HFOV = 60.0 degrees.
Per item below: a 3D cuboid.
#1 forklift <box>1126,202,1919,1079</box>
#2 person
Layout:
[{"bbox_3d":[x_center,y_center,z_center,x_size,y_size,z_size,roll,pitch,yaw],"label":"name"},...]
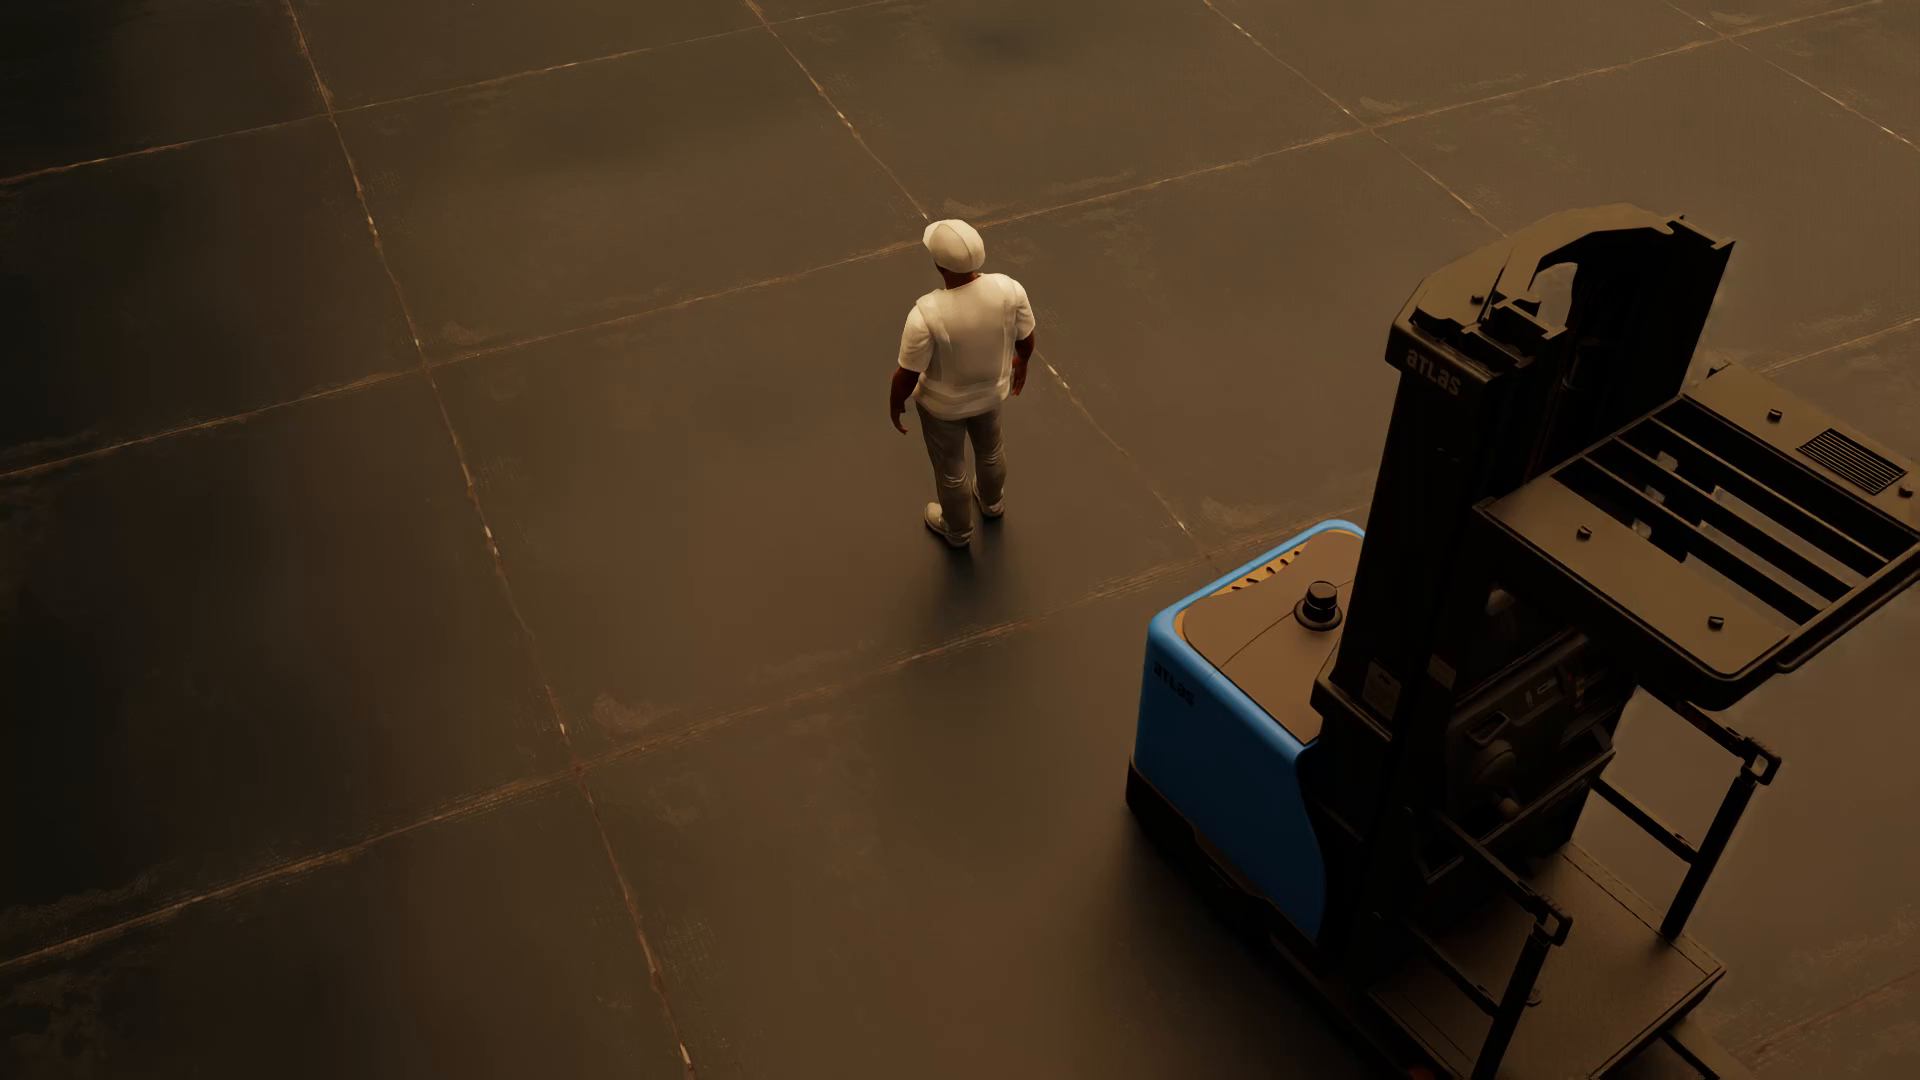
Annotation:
[{"bbox_3d":[1.931,0.617,5.019,1.130,2.935,3.031,-26,49,-25],"label":"forklift"},{"bbox_3d":[-0.024,-0.696,7.269,0.665,1.768,0.575,-18,46,-18],"label":"person"}]
